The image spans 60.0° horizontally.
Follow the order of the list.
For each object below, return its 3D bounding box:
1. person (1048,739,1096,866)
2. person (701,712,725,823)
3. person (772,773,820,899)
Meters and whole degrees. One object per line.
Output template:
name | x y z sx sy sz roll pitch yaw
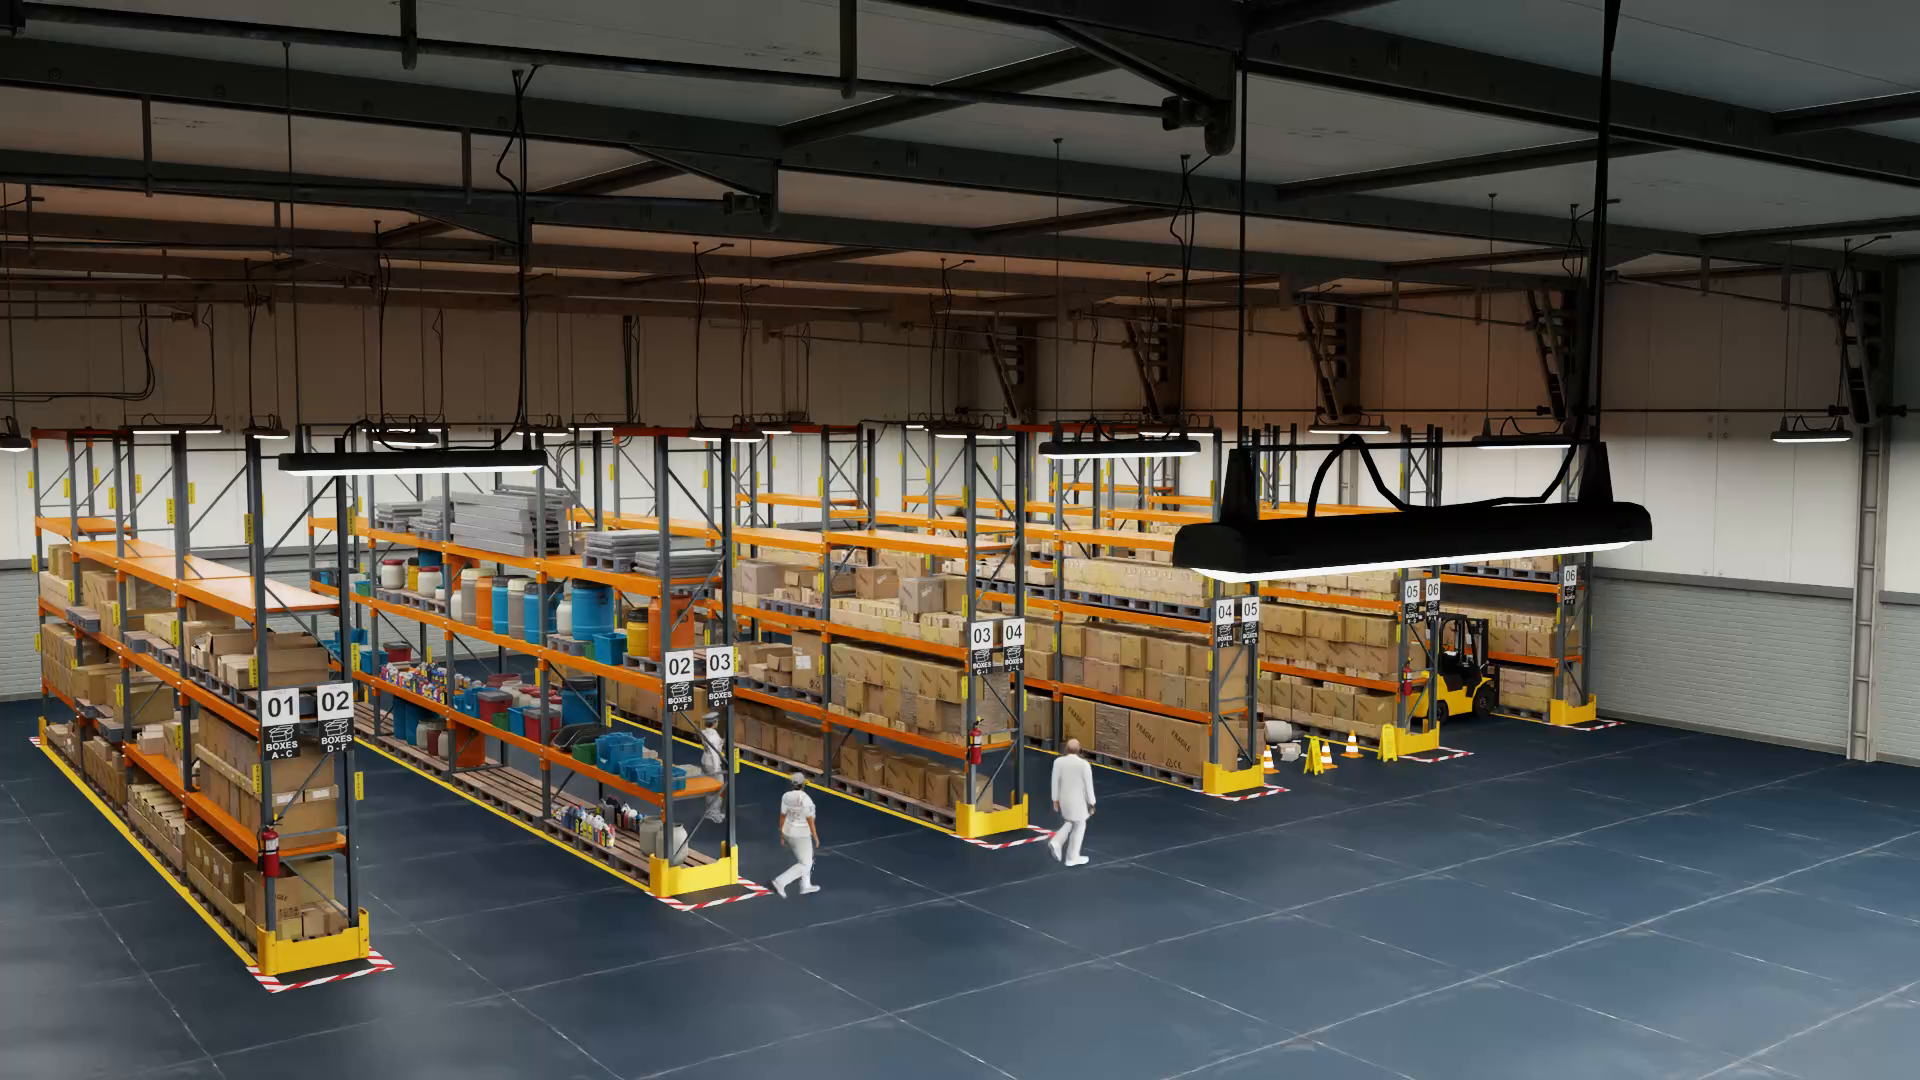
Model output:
person | 1.538 3.622 23.012 0.568 1.764 0.590 -3 5 -35
person | -3.807 3.518 25.678 0.356 1.738 0.562 -2 5 -23
person | -2.124 3.815 21.503 0.766 1.625 0.500 -2 5 -28
